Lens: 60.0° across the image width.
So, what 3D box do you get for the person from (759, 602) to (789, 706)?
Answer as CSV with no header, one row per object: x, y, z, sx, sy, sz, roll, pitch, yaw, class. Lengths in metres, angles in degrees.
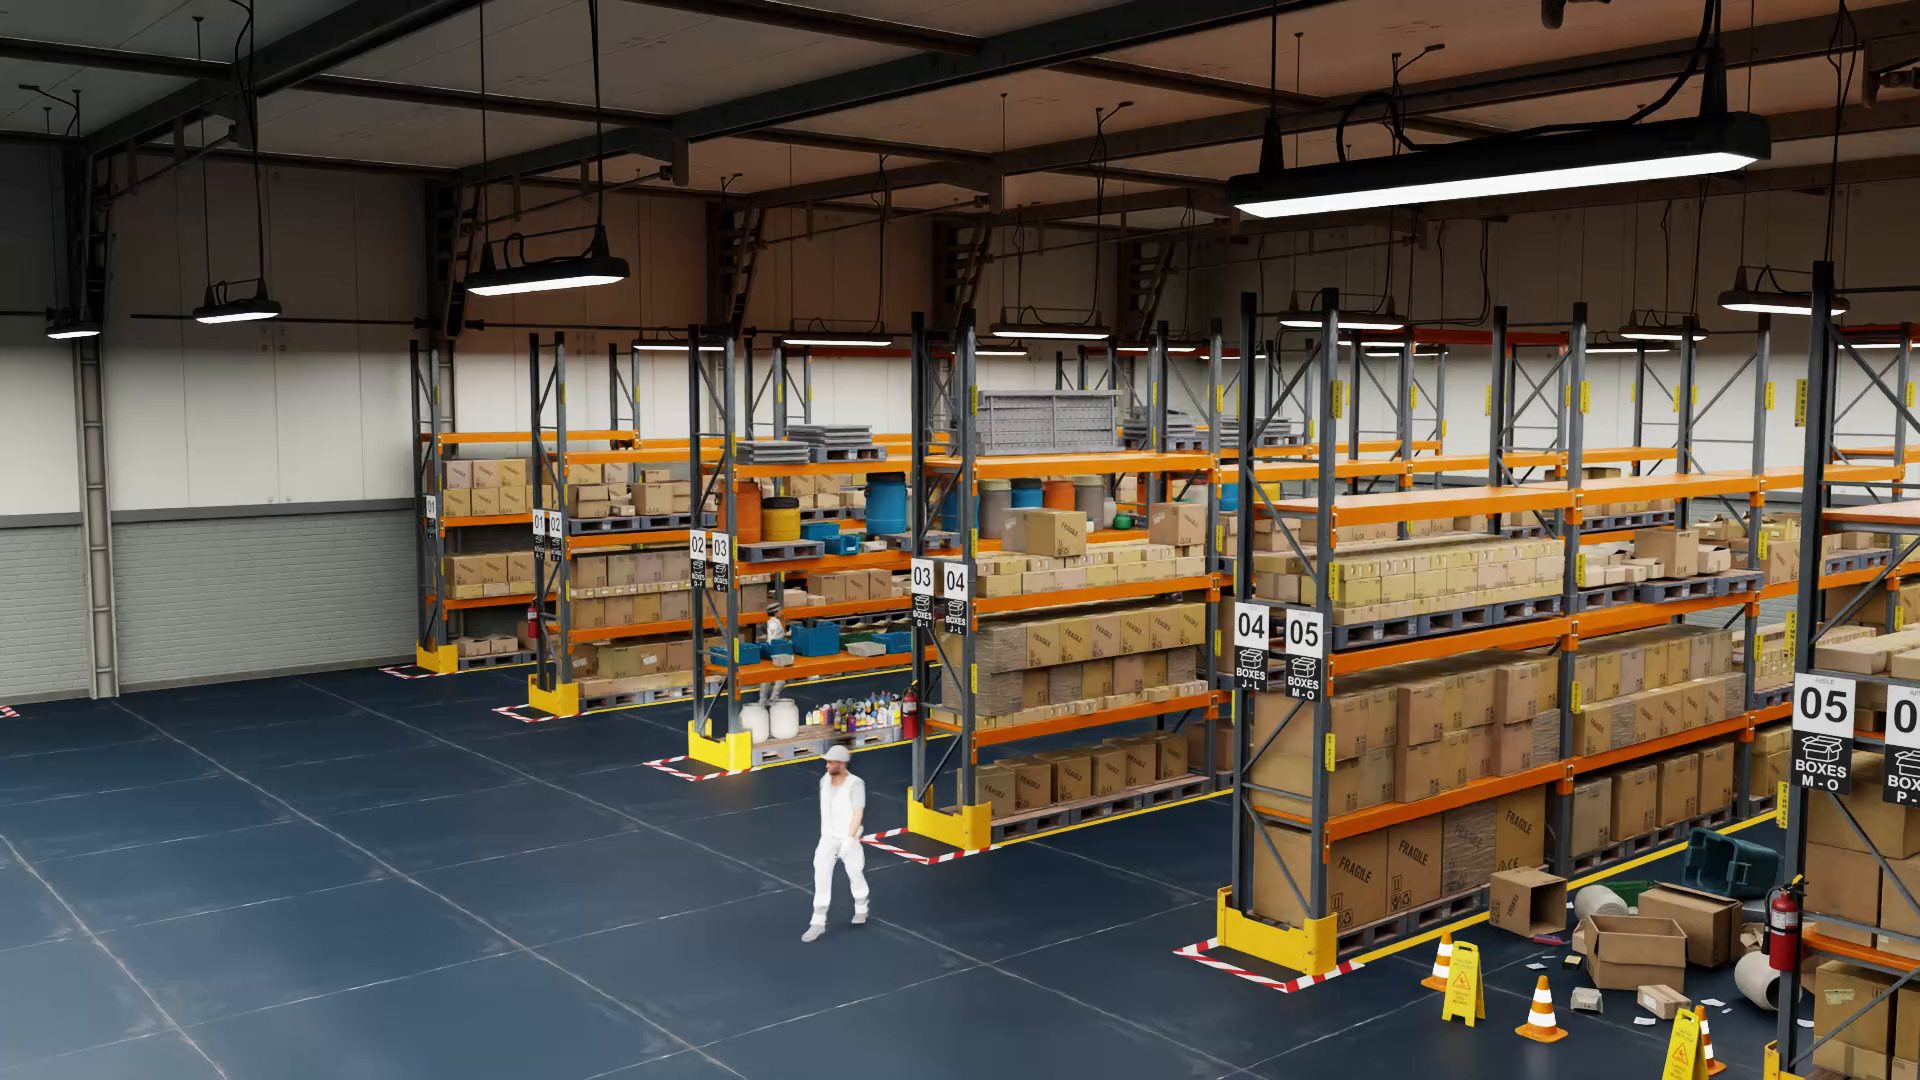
-3.024,1.837,26.846,0.494,1.682,0.497,-3,6,-27,person

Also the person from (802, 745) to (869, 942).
-1.166,2.815,15.675,0.551,1.753,0.901,3,6,28,person
